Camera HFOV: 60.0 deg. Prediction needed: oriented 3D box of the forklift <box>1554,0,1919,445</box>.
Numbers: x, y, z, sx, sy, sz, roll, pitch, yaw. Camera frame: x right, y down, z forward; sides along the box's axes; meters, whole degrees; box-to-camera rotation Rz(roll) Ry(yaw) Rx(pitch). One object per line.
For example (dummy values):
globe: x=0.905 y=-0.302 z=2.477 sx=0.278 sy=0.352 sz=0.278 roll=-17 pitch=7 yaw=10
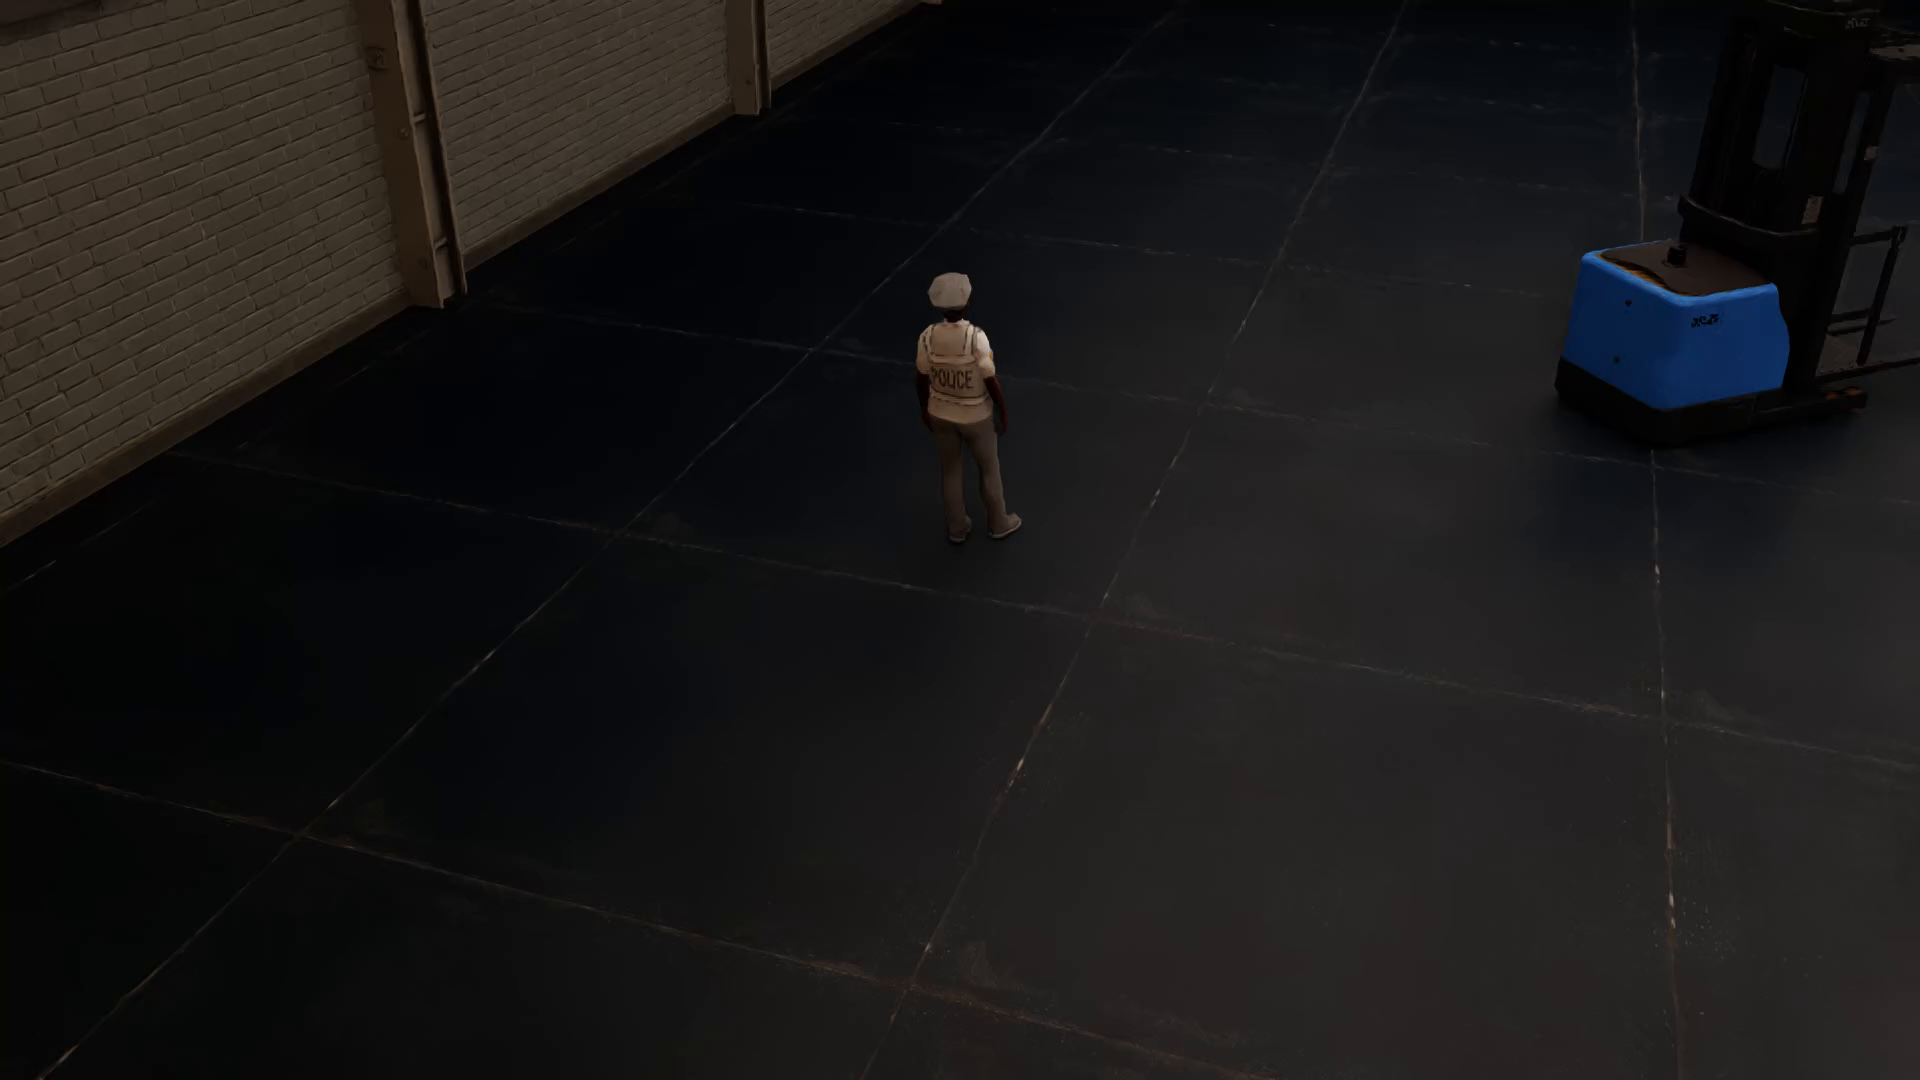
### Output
forklift: x=5.810 y=-2.363 z=11.282 sx=3.031 sy=2.935 sz=1.130 roll=-11 pitch=32 yaw=-19

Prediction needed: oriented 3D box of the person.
person: x=0.043 y=-0.775 z=9.729 sx=0.570 sy=1.695 sz=0.529 roll=10 pitch=31 yaw=16
